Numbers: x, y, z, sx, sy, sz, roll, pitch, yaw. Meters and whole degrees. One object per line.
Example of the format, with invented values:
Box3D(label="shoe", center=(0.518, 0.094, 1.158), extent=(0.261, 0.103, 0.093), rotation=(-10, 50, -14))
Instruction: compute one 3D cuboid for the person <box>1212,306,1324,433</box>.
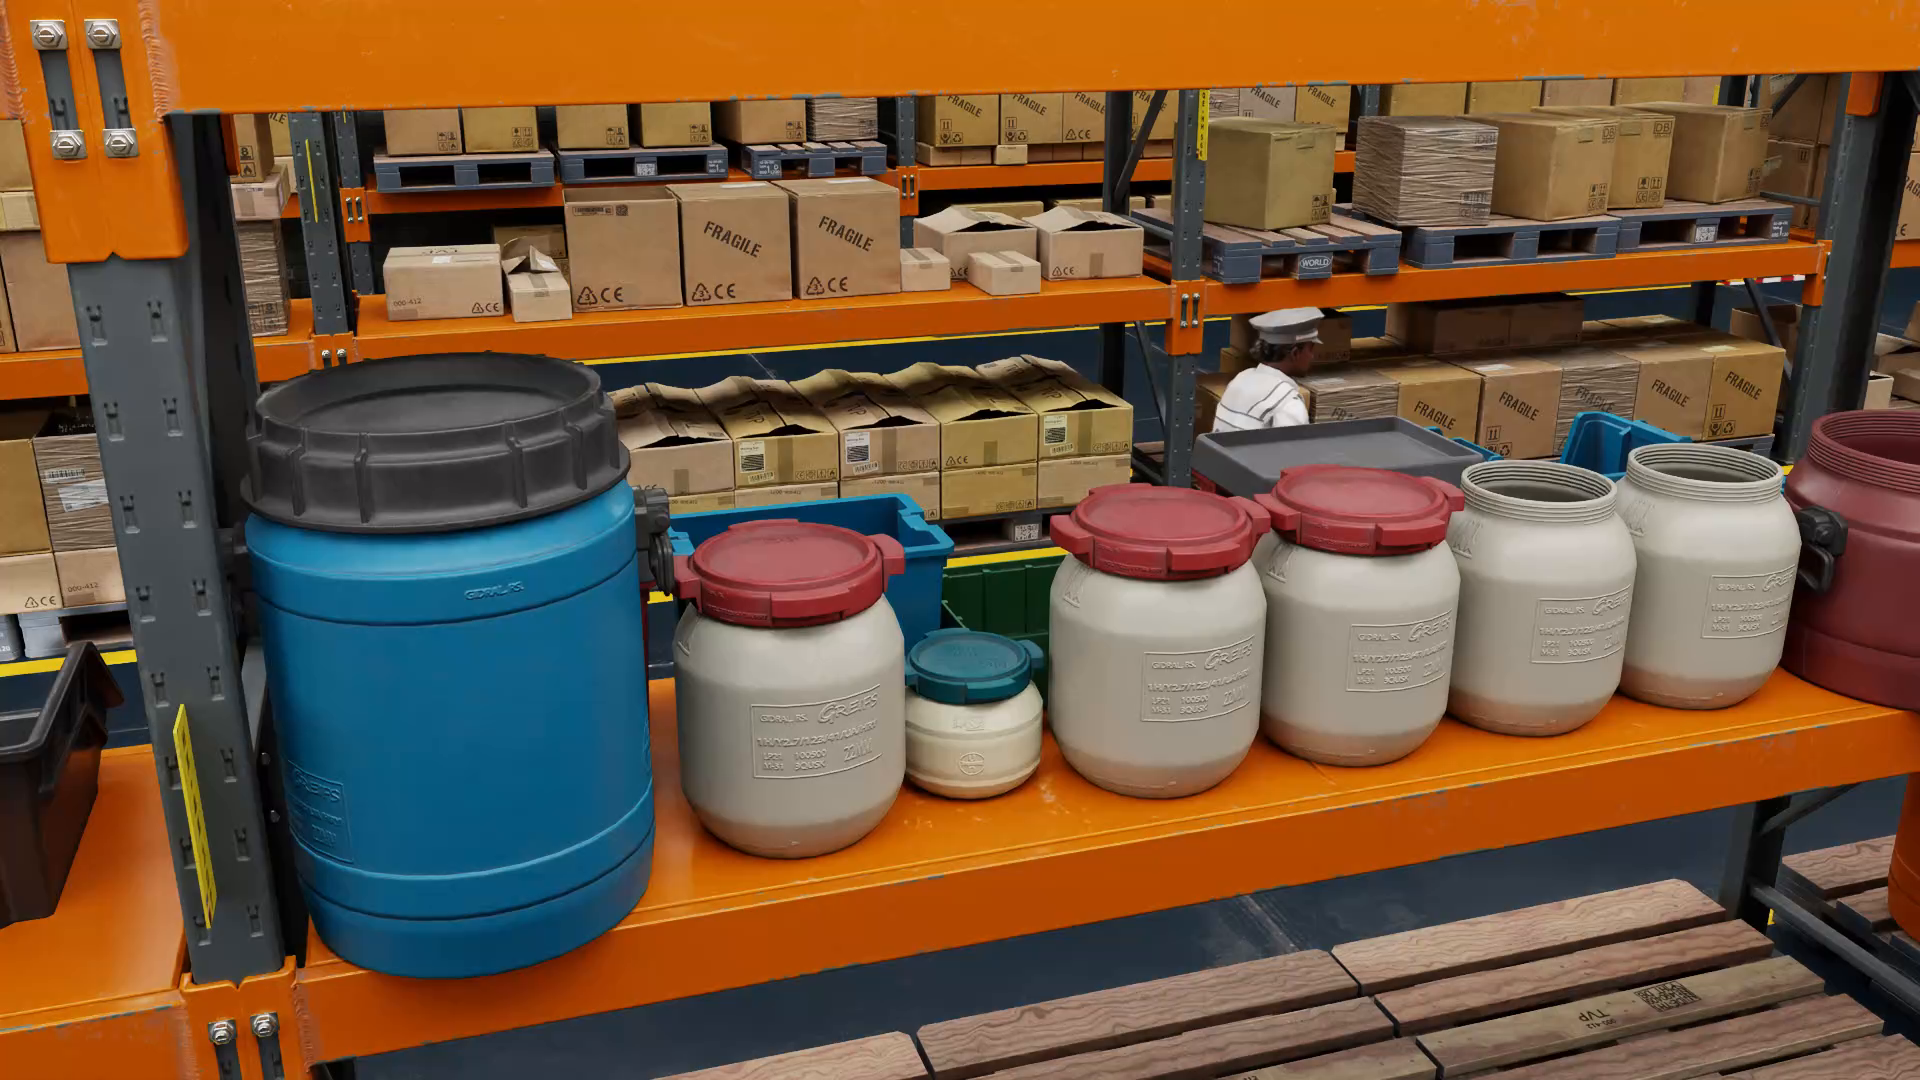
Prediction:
Box3D(label="person", center=(1.114, -0.022, 6.133), extent=(0.393, 1.658, 0.506), rotation=(-6, 20, -17))
